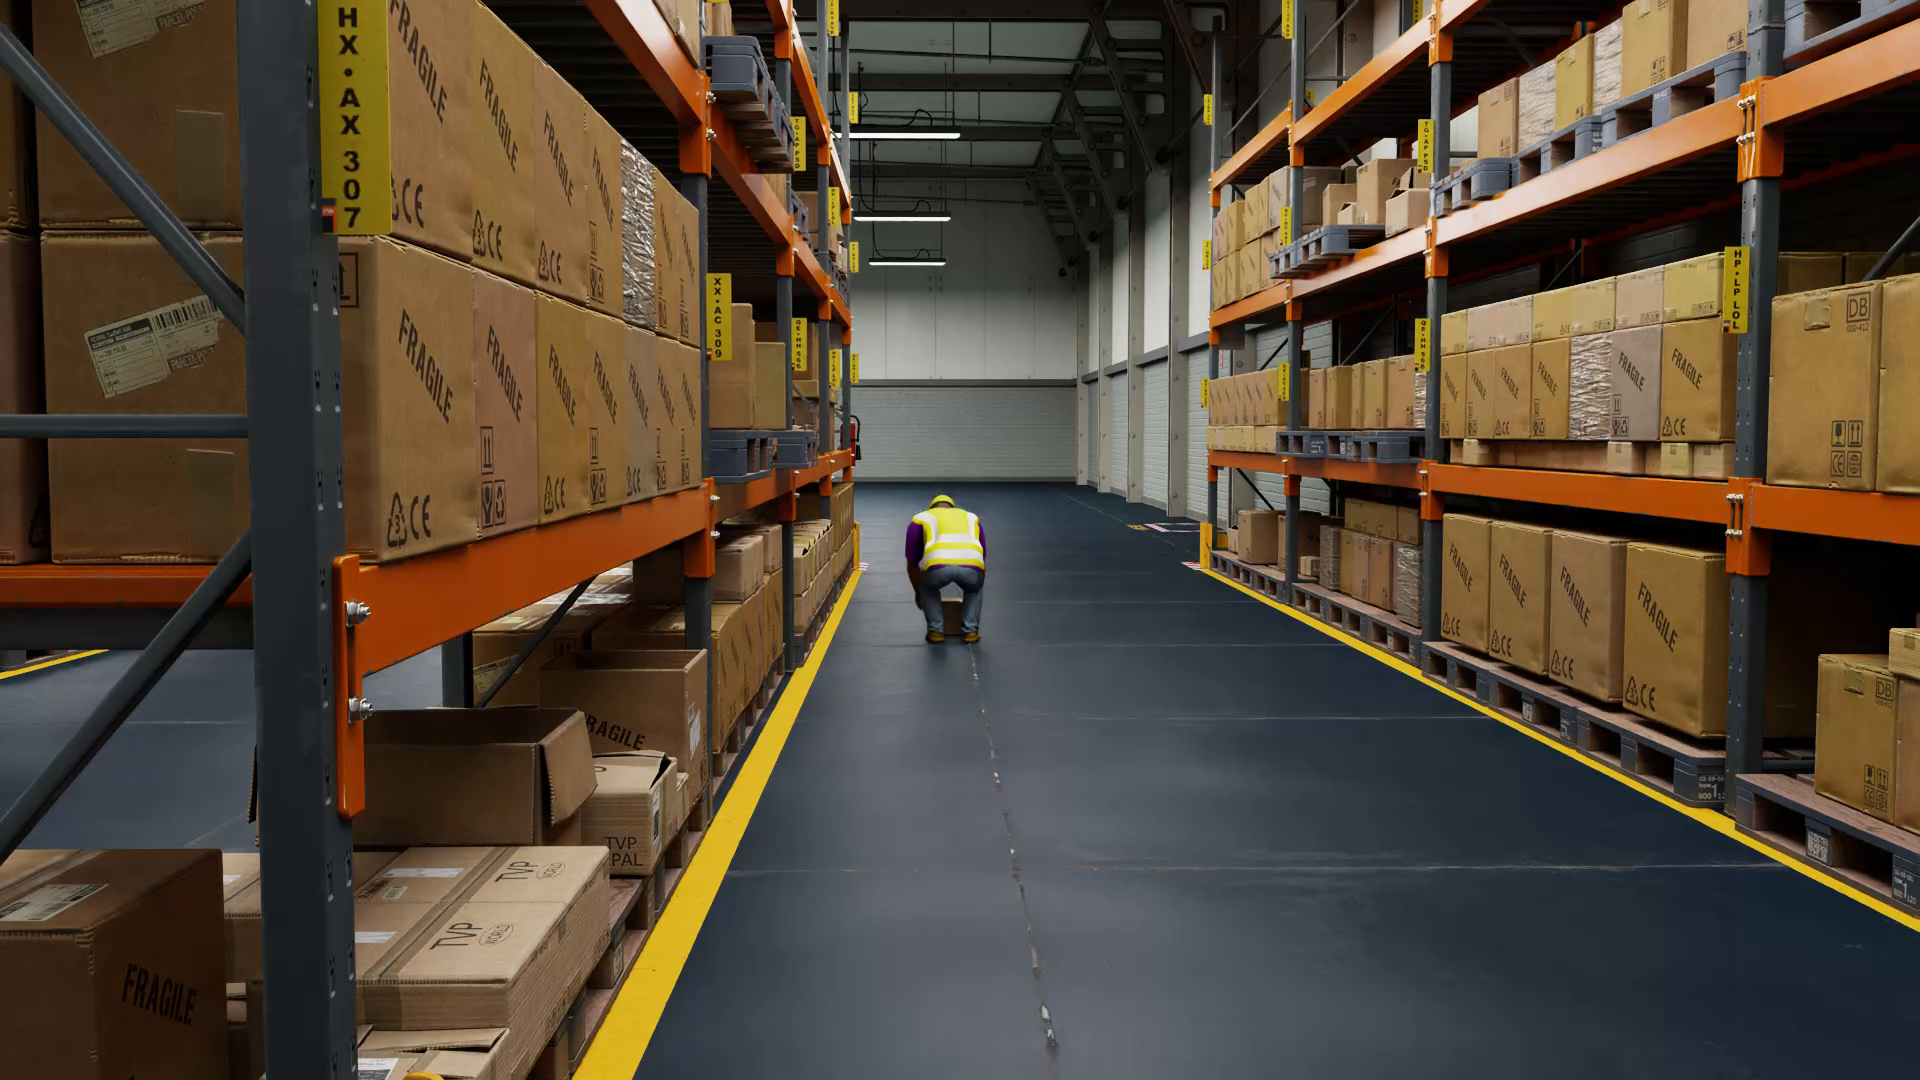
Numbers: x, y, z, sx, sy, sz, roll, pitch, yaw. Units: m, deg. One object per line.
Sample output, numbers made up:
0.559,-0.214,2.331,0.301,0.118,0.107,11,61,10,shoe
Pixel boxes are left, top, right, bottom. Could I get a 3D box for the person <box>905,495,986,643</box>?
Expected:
-0.100,0.203,12.077,0.593,1.039,0.884,0,4,-2,person
